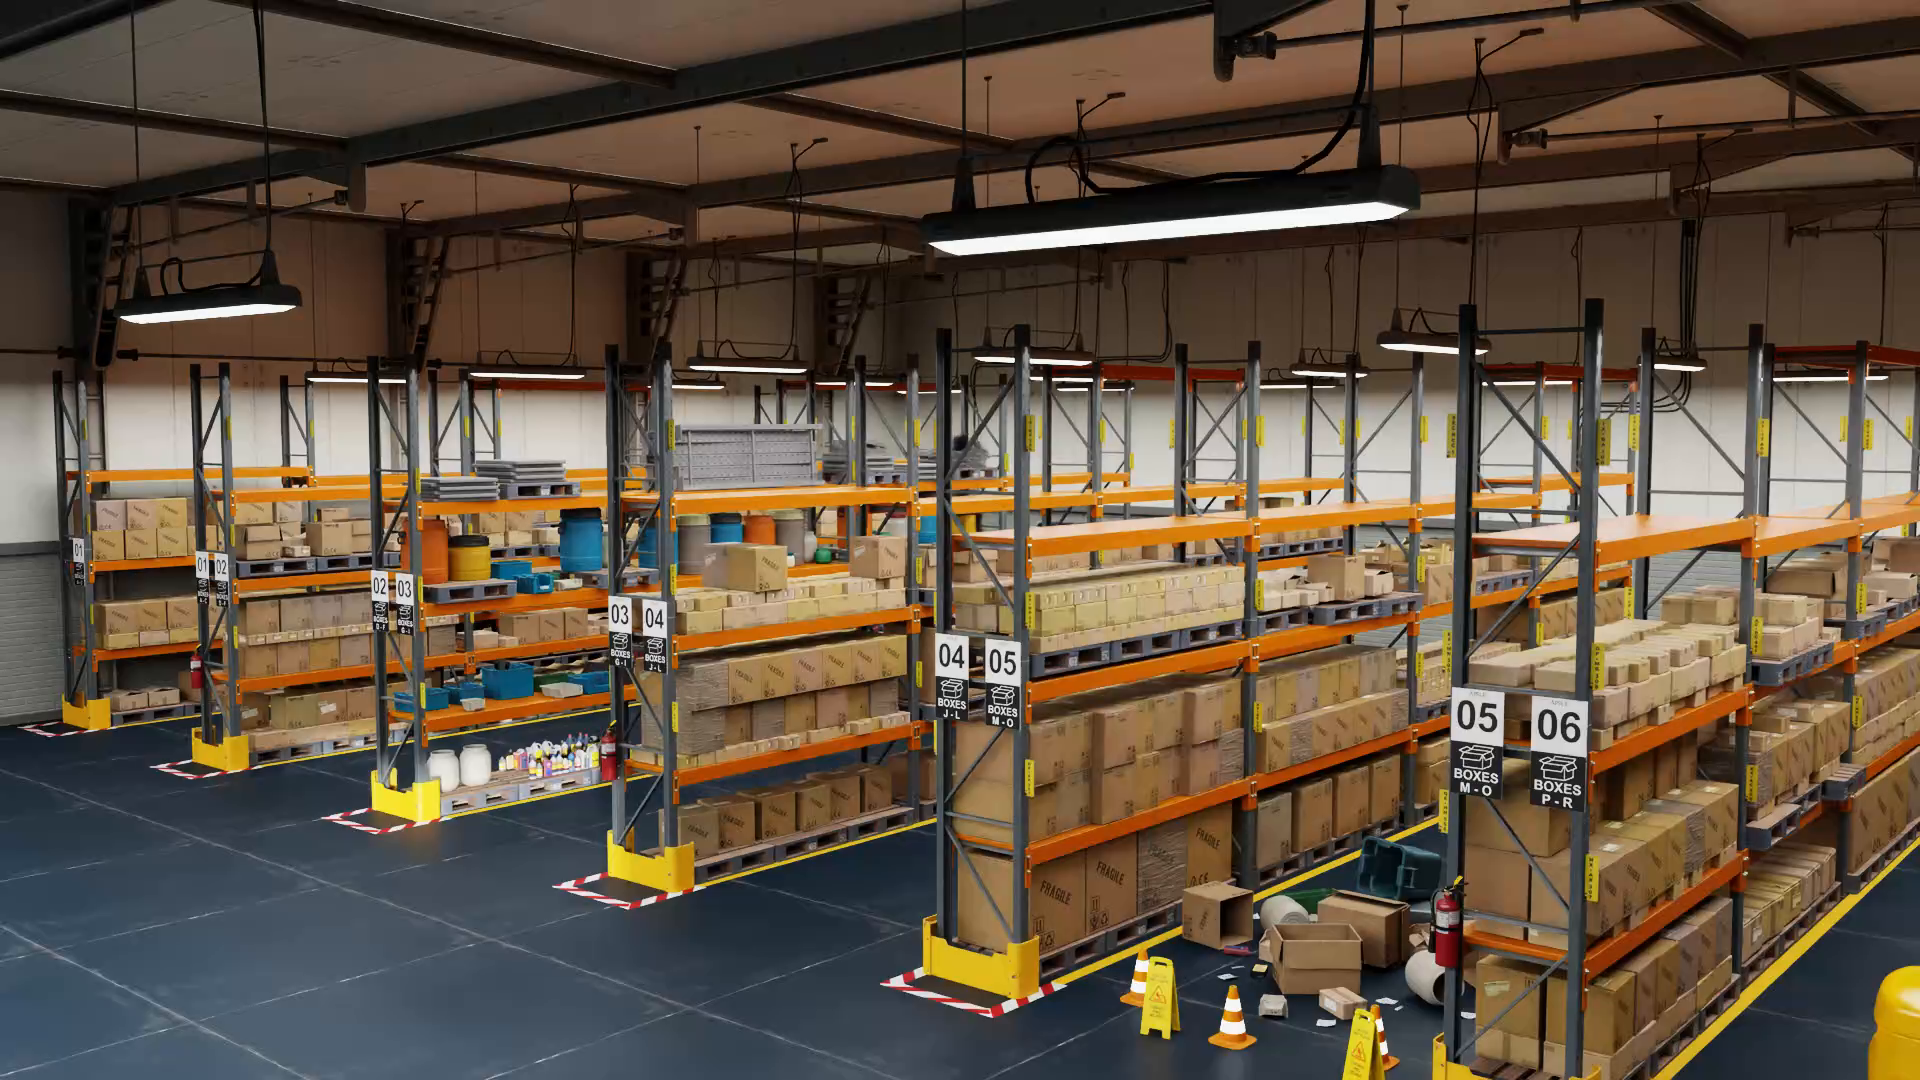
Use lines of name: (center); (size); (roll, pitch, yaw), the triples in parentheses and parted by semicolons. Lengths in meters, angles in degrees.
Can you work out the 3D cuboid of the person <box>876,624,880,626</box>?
person: (-1.674, 1.474, 39.795); (0.651, 1.674, 0.863); (-2, 5, -31)
